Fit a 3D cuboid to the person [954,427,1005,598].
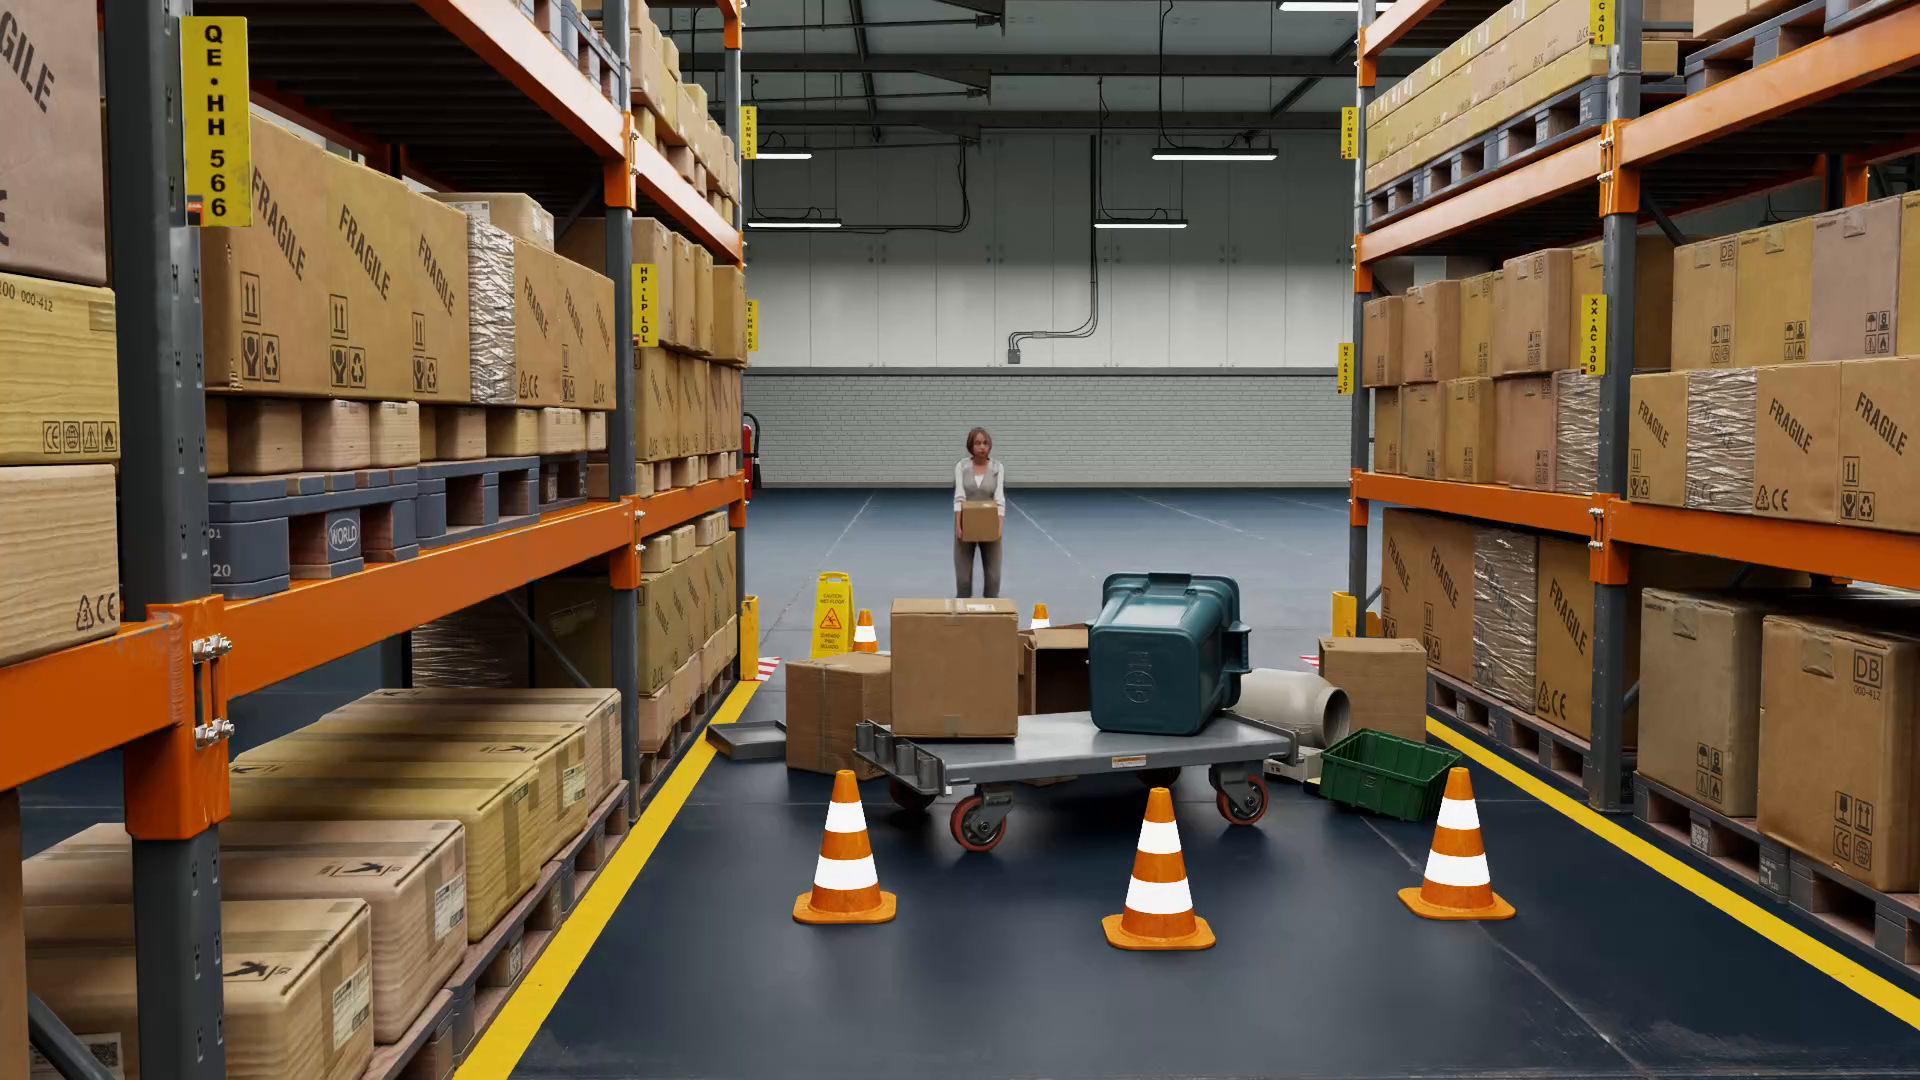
[{"bbox_3d":[0.138,-0.021,12.082,0.375,1.596,0.508,0,4,-2],"label":"person"}]
